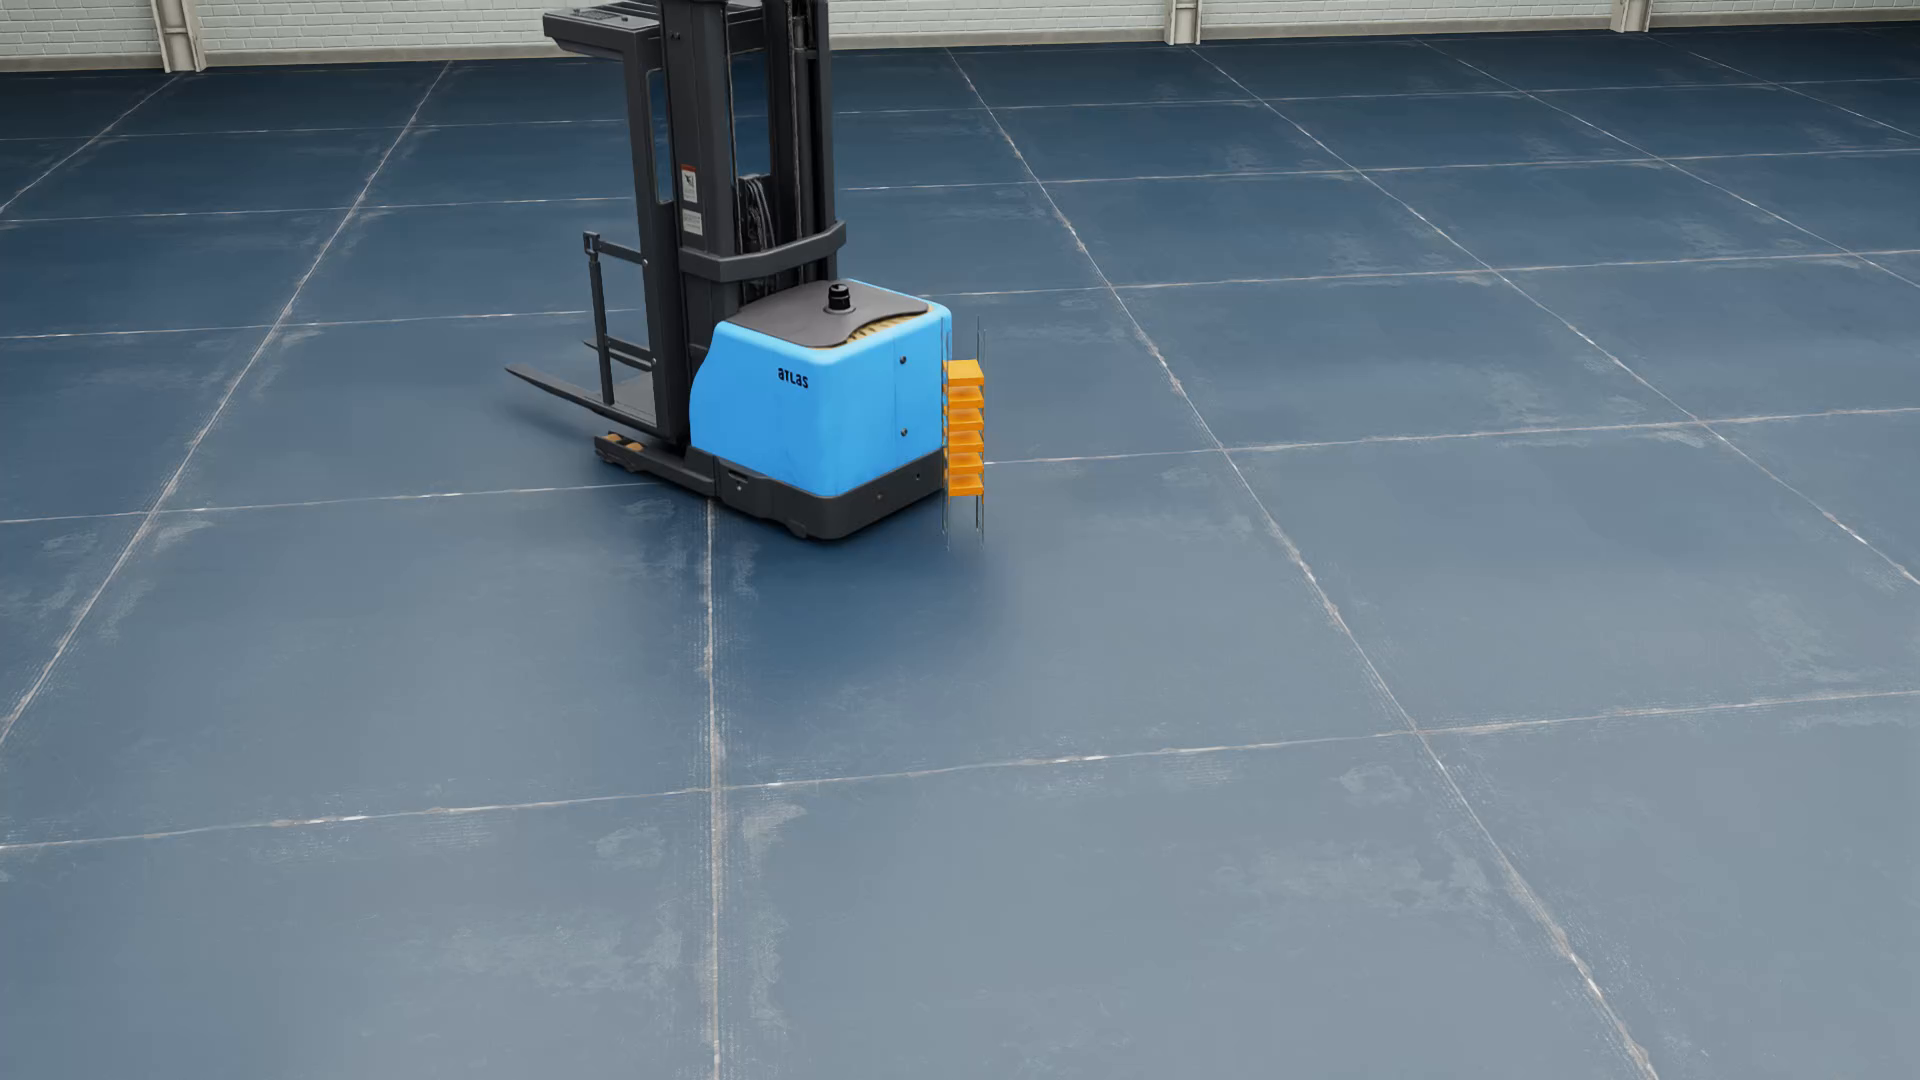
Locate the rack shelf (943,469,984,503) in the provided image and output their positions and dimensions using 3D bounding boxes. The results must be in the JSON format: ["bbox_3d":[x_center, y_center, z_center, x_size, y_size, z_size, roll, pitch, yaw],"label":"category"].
[{"bbox_3d":[0.014,-0.282,8.608,0.180,0.103,0.258,-4,27,-7],"label":"rack shelf"}]

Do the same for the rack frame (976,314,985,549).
[{"bbox_3d":[0.105,-0.541,8.489,0.006,1.200,0.240,-4,27,-7],"label":"rack frame"}]

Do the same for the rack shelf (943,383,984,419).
[{"bbox_3d":[0.014,-0.709,8.389,0.180,0.103,0.258,-4,27,-7],"label":"rack shelf"}]

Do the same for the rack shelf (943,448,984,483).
[{"bbox_3d":[0.014,-0.388,8.553,0.180,0.103,0.258,-4,27,-7],"label":"rack shelf"}]

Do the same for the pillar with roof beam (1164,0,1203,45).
[{"bbox_3d":[3.401,-8.348,15.161,0.400,9.000,9.100,-4,27,-7],"label":"pillar with roof beam"}]

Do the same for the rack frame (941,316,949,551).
[{"bbox_3d":[-0.076,-0.529,8.467,0.006,1.200,0.240,-4,27,-7],"label":"rack frame"}]

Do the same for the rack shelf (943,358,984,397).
[{"bbox_3d":[0.014,-0.816,8.334,0.180,0.103,0.258,-4,27,-7],"label":"rack shelf"}]

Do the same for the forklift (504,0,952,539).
[{"bbox_3d":[-1.477,-1.854,9.152,3.031,2.935,1.130,21,34,35],"label":"forklift"}]

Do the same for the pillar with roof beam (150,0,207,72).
[{"bbox_3d":[-8.482,-7.584,13.674,0.400,9.000,9.100,-4,27,-7],"label":"pillar with roof beam"}]

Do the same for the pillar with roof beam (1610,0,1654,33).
[{"bbox_3d":[9.342,-8.729,15.905,0.400,9.000,9.100,-4,27,-7],"label":"pillar with roof beam"}]

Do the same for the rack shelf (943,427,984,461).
[{"bbox_3d":[0.014,-0.495,8.498,0.180,0.103,0.258,-4,27,-7],"label":"rack shelf"}]

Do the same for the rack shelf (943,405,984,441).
[{"bbox_3d":[0.014,-0.602,8.443,0.180,0.103,0.258,-4,27,-7],"label":"rack shelf"}]

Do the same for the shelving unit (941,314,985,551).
[{"bbox_3d":[0.014,-0.535,8.478,0.189,1.200,0.258,-4,27,-7],"label":"shelving unit"}]
